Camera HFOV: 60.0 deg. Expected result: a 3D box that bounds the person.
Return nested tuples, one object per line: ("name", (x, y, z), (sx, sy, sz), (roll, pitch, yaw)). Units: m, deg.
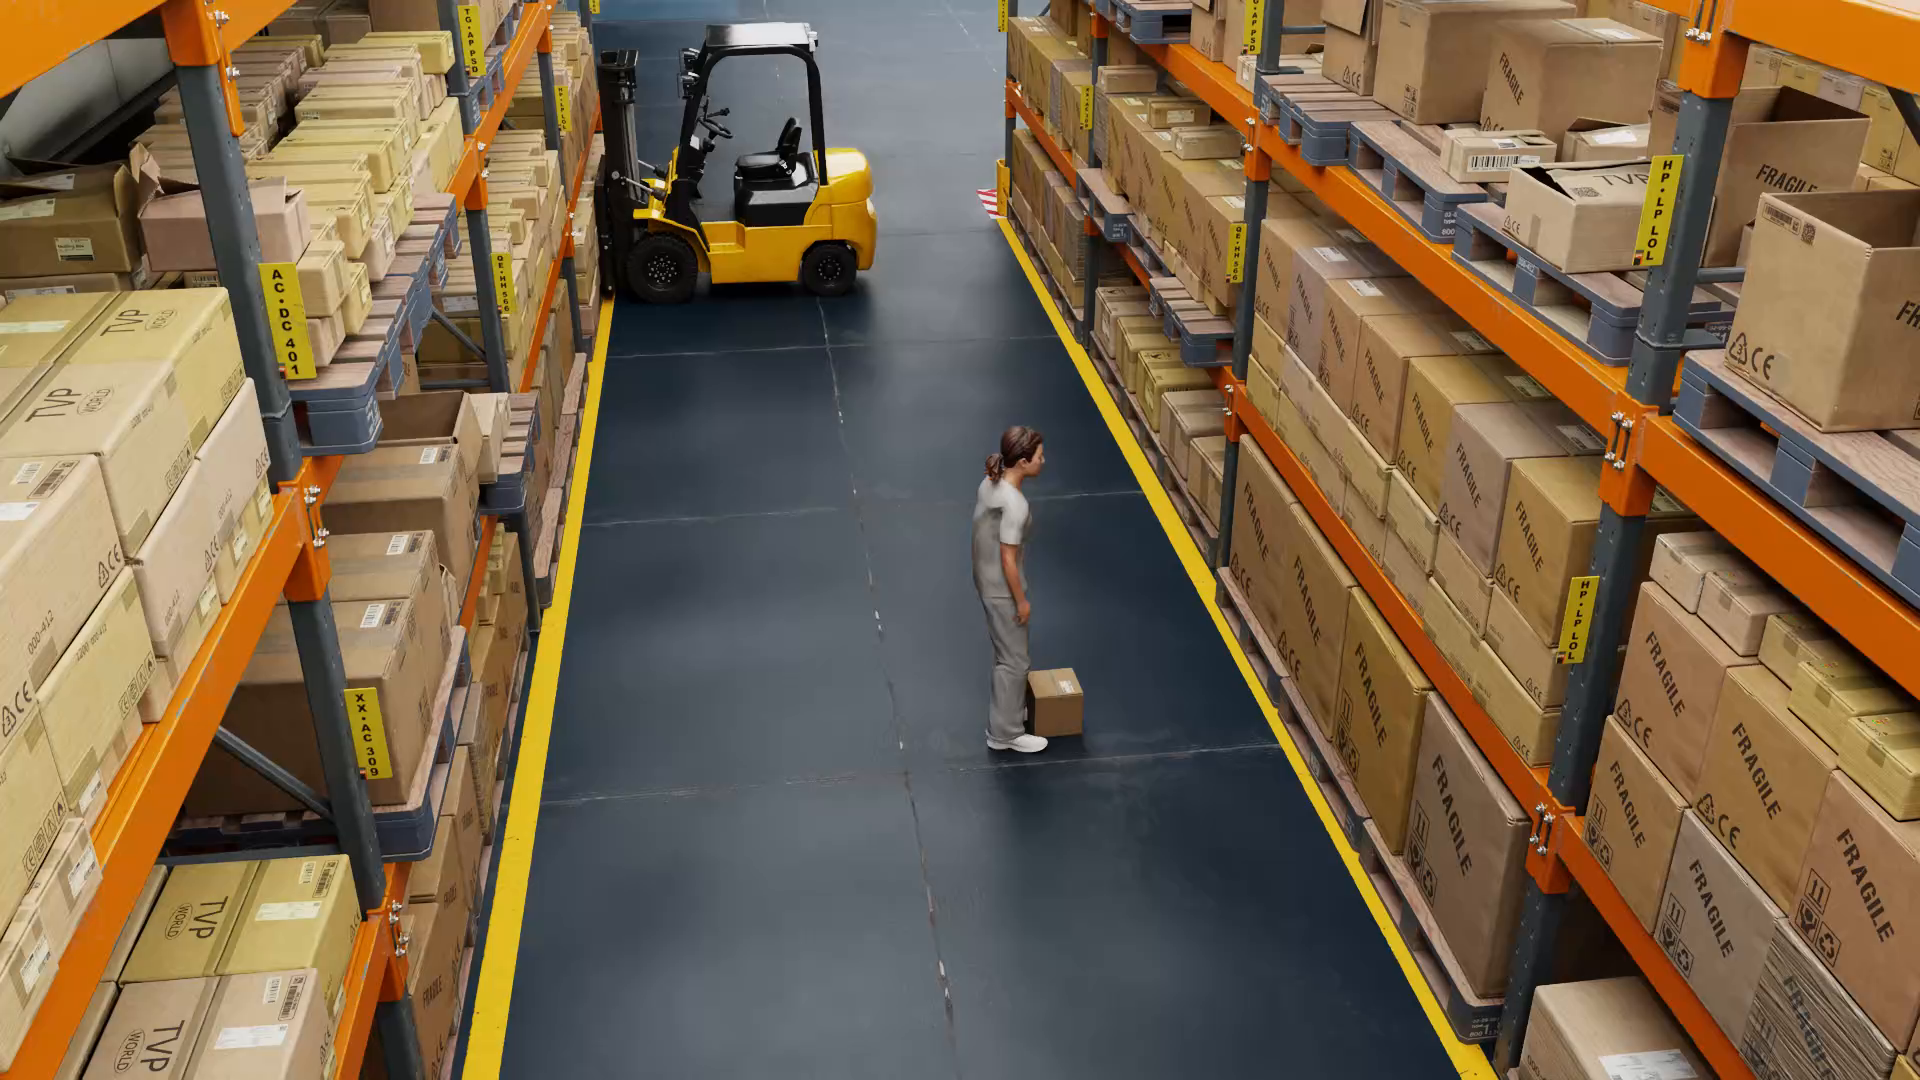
("person", (0.264, 0.224, 8.185), (0.405, 1.672, 0.498), (-4, 28, -8))
